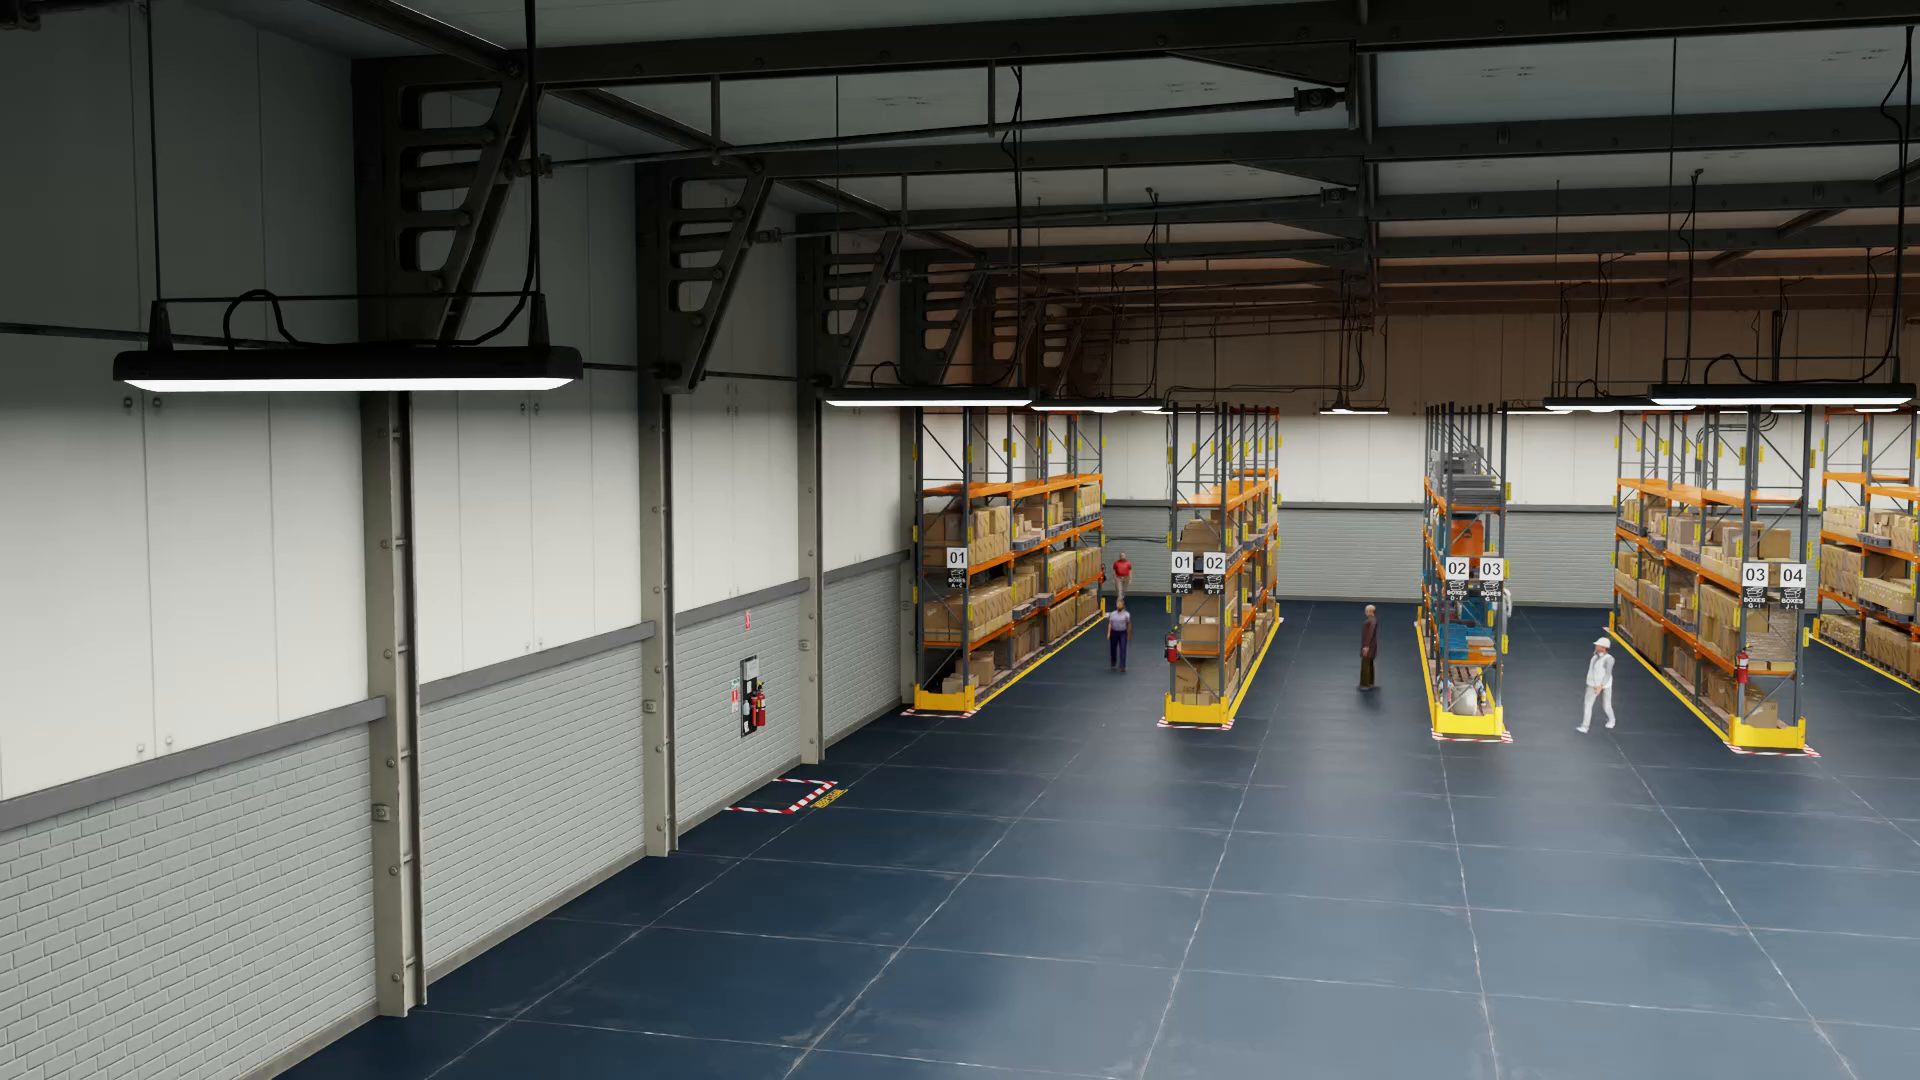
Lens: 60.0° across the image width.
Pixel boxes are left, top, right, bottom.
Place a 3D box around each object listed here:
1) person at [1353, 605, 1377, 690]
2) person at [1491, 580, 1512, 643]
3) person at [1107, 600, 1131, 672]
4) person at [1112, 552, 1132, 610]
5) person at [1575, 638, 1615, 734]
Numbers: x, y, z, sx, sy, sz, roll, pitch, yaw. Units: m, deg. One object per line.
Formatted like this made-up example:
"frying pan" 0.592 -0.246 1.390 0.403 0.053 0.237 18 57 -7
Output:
"person" 8.527 2.255 34.962 0.469 1.785 0.629 1 4 19
"person" 13.715 1.783 42.223 0.561 1.643 0.946 0 4 5
"person" 3.595 2.158 37.525 0.543 1.584 0.940 0 4 5
"person" 4.859 1.217 49.451 0.535 1.711 0.697 -2 5 -21
"person" 11.578 2.632 30.112 0.479 1.726 1.069 4 6 41
